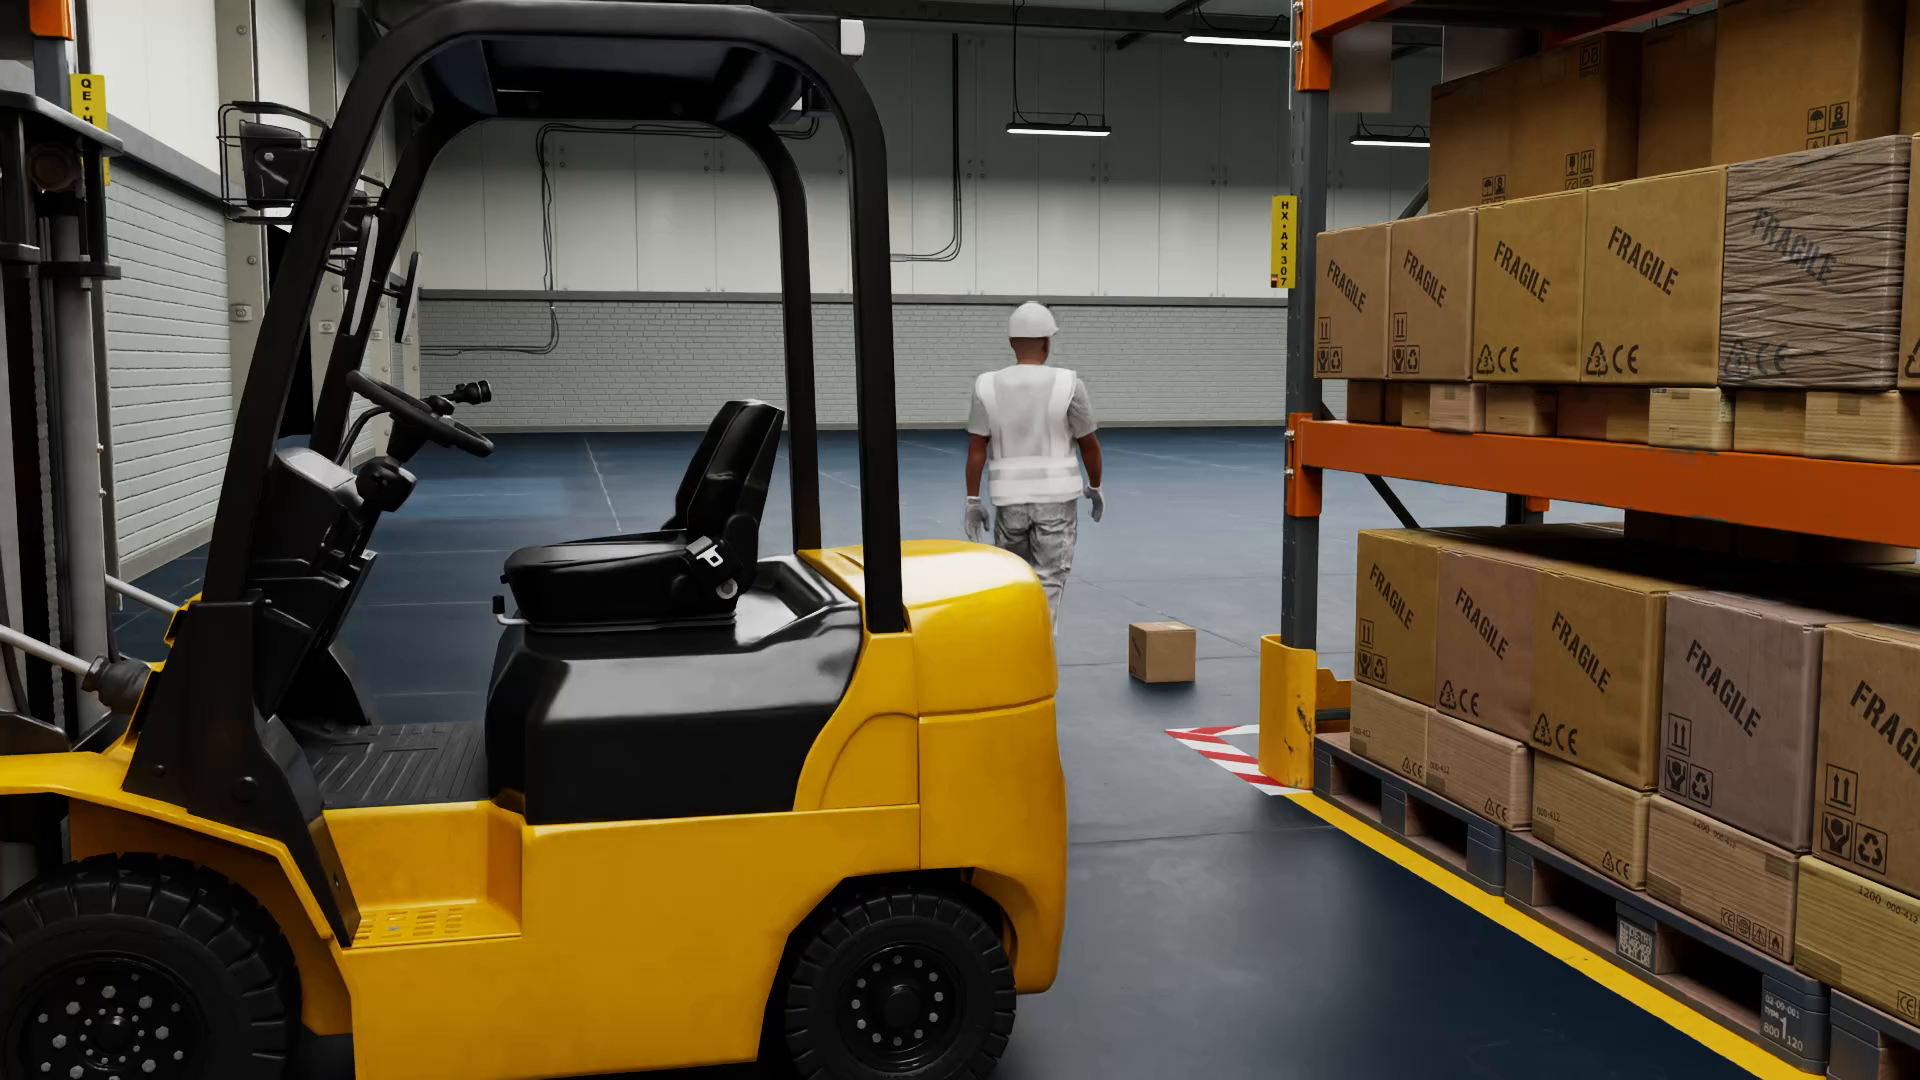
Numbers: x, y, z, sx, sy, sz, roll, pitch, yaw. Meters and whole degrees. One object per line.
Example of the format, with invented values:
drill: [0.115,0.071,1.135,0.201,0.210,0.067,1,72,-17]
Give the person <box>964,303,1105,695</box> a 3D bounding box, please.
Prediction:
person: [0.383,-0.202,7.598,0.573,1.736,0.946,2,6,19]
